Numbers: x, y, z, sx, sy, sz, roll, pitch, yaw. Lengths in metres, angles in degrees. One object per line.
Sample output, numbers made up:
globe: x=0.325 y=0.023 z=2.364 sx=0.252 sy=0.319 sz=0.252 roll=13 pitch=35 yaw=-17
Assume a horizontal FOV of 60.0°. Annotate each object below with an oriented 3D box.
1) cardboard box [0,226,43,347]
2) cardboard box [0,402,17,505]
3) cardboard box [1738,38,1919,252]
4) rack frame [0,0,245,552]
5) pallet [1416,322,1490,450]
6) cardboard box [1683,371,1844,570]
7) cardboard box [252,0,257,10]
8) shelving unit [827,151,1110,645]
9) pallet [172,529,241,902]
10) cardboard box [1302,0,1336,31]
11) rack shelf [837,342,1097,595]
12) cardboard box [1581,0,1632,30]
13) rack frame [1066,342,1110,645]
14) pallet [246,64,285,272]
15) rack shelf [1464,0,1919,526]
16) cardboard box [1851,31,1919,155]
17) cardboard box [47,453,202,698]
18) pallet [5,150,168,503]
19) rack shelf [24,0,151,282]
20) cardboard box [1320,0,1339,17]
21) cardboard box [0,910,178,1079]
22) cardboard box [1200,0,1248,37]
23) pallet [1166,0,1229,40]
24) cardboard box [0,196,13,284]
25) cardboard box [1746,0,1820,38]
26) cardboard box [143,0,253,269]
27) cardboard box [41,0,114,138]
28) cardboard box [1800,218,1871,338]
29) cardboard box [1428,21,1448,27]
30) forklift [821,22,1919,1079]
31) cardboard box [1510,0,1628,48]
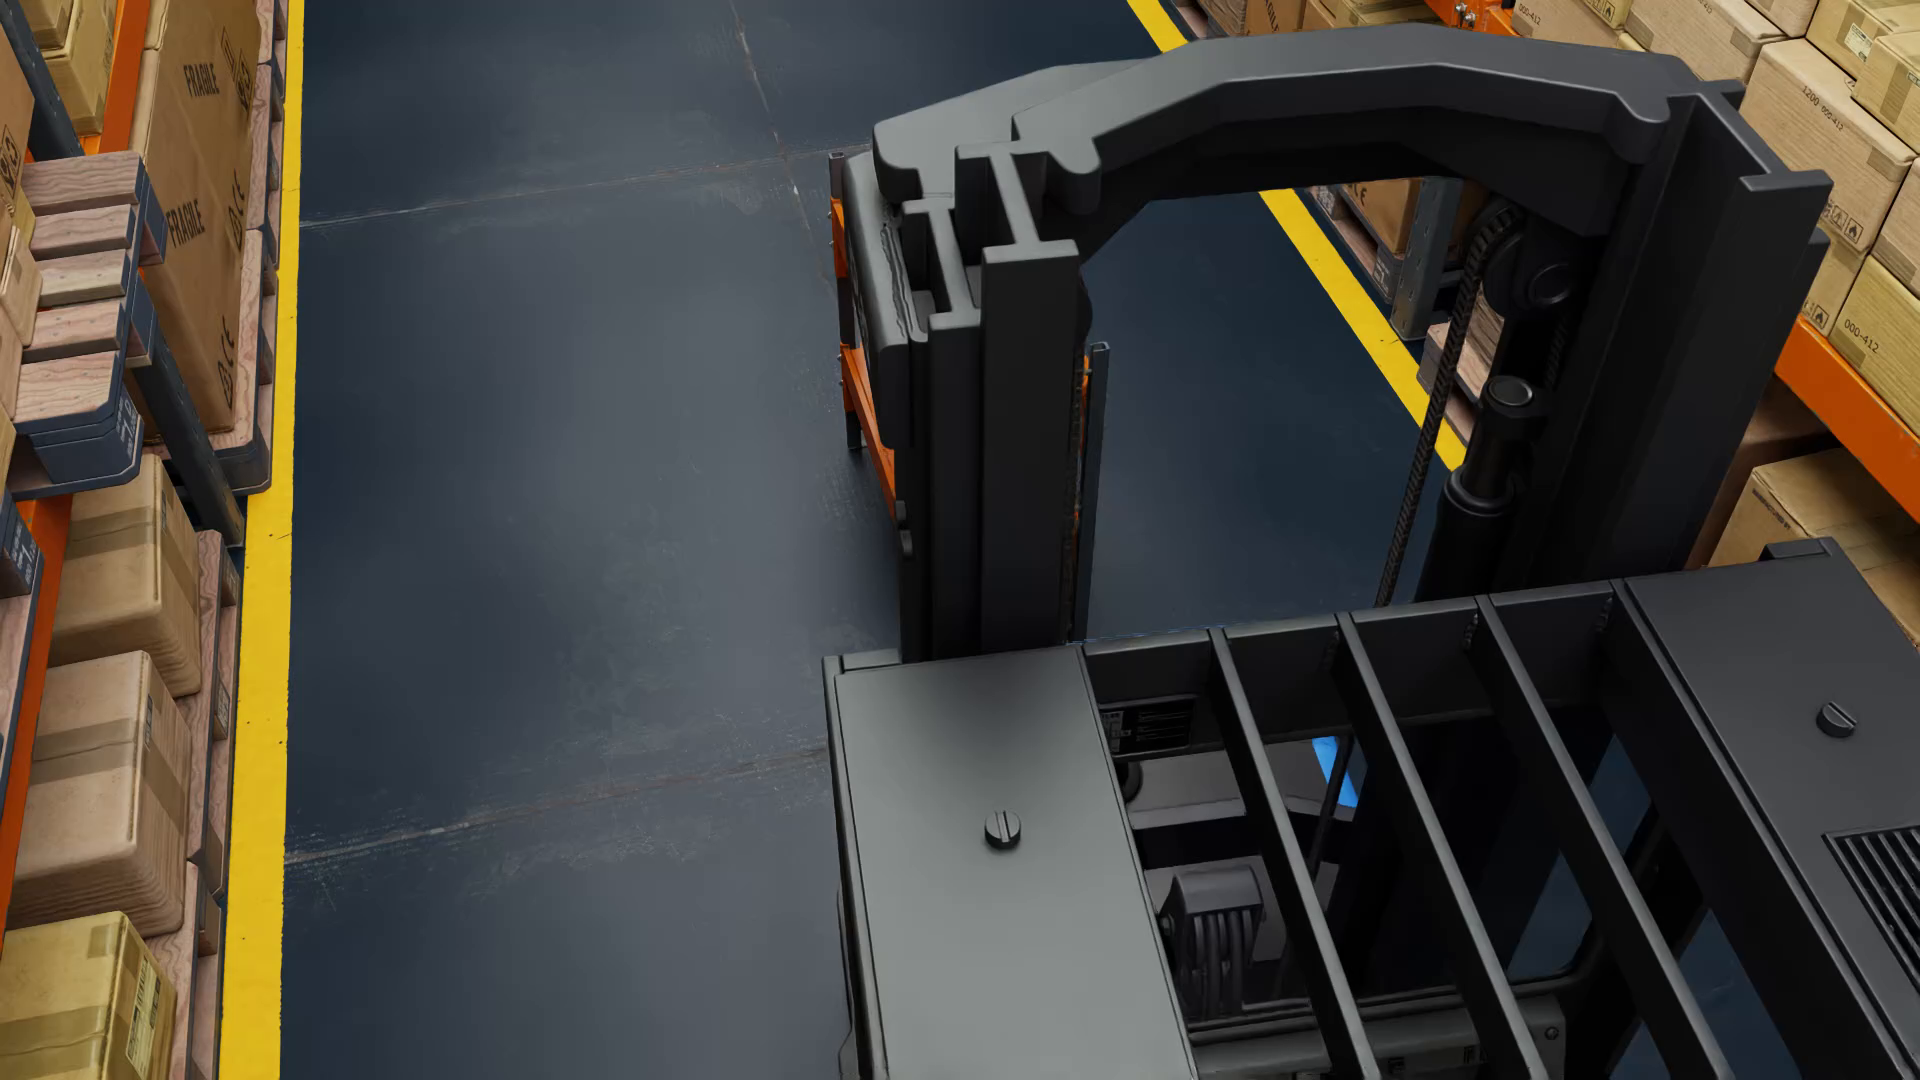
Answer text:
cardboard box: x=-2.190 y=-0.512 z=3.533 sx=0.380 sy=0.149 sz=0.250 roll=-11 pitch=47 yaw=-11
cardboard box: x=-2.049 y=-0.149 z=3.178 sx=0.380 sy=0.149 sz=0.250 roll=-10 pitch=46 yaw=-10
cardboard box: x=2.170 y=-0.945 z=3.830 sx=0.500 sy=0.250 sz=0.500 roll=-12 pitch=47 yaw=-11
rack frame: x=-2.748 y=-0.974 z=4.104 sx=1.000 sy=3.000 sz=0.127 roll=-11 pitch=47 yaw=-10
pallet: x=2.222 y=-0.332 z=5.428 sx=1.003 sy=0.211 sz=1.213 roll=-11 pitch=47 yaw=-10
cardboard box: x=2.371 y=-0.317 z=4.829 sx=0.875 sy=0.625 sz=0.625 roll=-9 pitch=46 yaw=-9
cardboard box: x=-3.536 y=-2.725 z=7.014 sx=0.875 sy=0.875 sz=0.875 roll=-9 pitch=46 yaw=-9
shelving unit: x=-0.002 y=-0.398 z=4.853 sx=0.538 sy=1.125 sz=1.048 roll=-11 pitch=47 yaw=-10
pallet: x=-2.549 y=0.542 z=4.571 sx=1.003 sy=0.211 sz=1.213 roll=-11 pitch=47 yaw=-10
cardboard box: x=1.615 y=-1.756 z=6.327 sx=0.500 sy=0.500 sz=0.500 roll=-11 pitch=47 yaw=-11
rack shelf: x=-0.002 y=-0.227 z=5.027 sx=0.538 sy=0.278 sz=1.000 roll=-11 pitch=47 yaw=-10
cardboard box: x=1.903 y=-1.651 z=4.522 sx=0.500 sy=0.250 sz=0.500 roll=-11 pitch=47 yaw=-10
rack frame: x=0.128 y=-0.047 z=4.509 sx=0.500 sy=1.125 sz=0.032 roll=-11 pitch=47 yaw=-10
pallet: x=-3.186 y=-1.396 z=6.471 sx=1.003 sy=0.211 sz=1.213 roll=-11 pitch=47 yaw=-10
rack shelf: x=2.561 y=-0.251 z=3.899 sx=1.077 sy=0.370 sz=4.000 roll=-11 pitch=47 yaw=-10
cardboard box: x=2.187 y=-0.983 z=3.589 sx=0.380 sy=0.149 sz=0.250 roll=-10 pitch=46 yaw=-9
cardboard box: x=-2.613 y=0.191 z=4.508 sx=0.950 sy=0.372 sz=0.625 roll=-14 pitch=47 yaw=-13
pallet: x=-2.462 y=-0.434 z=3.709 sx=1.213 sy=0.211 sz=1.003 roll=-11 pitch=47 yaw=-10
rack shelf: x=-3.260 y=-2.103 z=5.714 sx=1.077 sy=0.370 sz=4.000 roll=-11 pitch=47 yaw=-10
cardboard box: x=1.554 y=-2.050 z=6.161 sx=0.380 sy=0.149 sz=0.250 roll=-12 pitch=47 yaw=-12
cardboard box: x=-2.228 y=1.224 z=3.496 sx=0.950 sy=0.372 sz=0.625 roll=-9 pitch=46 yaw=-9
cardboard box: x=1.328 y=-2.472 z=7.028 sx=0.500 sy=0.500 sz=0.500 roll=-12 pitch=47 yaw=-12
pallet: x=1.586 y=-2.271 z=7.328 sx=1.003 sy=0.211 sz=1.213 roll=-11 pitch=47 yaw=-10
cardboard box: x=-2.220 y=-0.642 z=3.206 sx=0.500 sy=0.500 sz=0.500 roll=-11 pitch=47 yaw=-11
cardboard box: x=2.086 y=-1.337 z=3.936 sx=0.380 sy=0.149 sz=0.250 roll=-10 pitch=46 yaw=-10
cardboard box: x=-3.069 y=-1.485 z=5.799 sx=0.875 sy=0.875 sz=0.875 roll=-10 pitch=46 yaw=-10
cardboard box: x=-2.630 y=-1.305 z=4.534 sx=0.500 sy=0.250 sz=0.500 roll=-11 pitch=47 yaw=-11
cardboard box: x=2.189 y=-0.778 z=4.017 sx=0.500 sy=0.250 sz=0.500 roll=-12 pitch=47 yaw=-12
cardboard box: x=1.678 y=-1.677 z=5.796 sx=0.380 sy=0.149 sz=0.250 roll=-13 pitch=47 yaw=-12
forklift: x=0.444 y=0.990 z=2.228 sx=1.130 sy=2.935 sz=3.031 roll=-6 pitch=46 yaw=-6
cardboard box: x=1.927 y=-1.480 z=4.705 sx=0.500 sy=0.250 sz=0.500 roll=-11 pitch=47 yaw=-10
